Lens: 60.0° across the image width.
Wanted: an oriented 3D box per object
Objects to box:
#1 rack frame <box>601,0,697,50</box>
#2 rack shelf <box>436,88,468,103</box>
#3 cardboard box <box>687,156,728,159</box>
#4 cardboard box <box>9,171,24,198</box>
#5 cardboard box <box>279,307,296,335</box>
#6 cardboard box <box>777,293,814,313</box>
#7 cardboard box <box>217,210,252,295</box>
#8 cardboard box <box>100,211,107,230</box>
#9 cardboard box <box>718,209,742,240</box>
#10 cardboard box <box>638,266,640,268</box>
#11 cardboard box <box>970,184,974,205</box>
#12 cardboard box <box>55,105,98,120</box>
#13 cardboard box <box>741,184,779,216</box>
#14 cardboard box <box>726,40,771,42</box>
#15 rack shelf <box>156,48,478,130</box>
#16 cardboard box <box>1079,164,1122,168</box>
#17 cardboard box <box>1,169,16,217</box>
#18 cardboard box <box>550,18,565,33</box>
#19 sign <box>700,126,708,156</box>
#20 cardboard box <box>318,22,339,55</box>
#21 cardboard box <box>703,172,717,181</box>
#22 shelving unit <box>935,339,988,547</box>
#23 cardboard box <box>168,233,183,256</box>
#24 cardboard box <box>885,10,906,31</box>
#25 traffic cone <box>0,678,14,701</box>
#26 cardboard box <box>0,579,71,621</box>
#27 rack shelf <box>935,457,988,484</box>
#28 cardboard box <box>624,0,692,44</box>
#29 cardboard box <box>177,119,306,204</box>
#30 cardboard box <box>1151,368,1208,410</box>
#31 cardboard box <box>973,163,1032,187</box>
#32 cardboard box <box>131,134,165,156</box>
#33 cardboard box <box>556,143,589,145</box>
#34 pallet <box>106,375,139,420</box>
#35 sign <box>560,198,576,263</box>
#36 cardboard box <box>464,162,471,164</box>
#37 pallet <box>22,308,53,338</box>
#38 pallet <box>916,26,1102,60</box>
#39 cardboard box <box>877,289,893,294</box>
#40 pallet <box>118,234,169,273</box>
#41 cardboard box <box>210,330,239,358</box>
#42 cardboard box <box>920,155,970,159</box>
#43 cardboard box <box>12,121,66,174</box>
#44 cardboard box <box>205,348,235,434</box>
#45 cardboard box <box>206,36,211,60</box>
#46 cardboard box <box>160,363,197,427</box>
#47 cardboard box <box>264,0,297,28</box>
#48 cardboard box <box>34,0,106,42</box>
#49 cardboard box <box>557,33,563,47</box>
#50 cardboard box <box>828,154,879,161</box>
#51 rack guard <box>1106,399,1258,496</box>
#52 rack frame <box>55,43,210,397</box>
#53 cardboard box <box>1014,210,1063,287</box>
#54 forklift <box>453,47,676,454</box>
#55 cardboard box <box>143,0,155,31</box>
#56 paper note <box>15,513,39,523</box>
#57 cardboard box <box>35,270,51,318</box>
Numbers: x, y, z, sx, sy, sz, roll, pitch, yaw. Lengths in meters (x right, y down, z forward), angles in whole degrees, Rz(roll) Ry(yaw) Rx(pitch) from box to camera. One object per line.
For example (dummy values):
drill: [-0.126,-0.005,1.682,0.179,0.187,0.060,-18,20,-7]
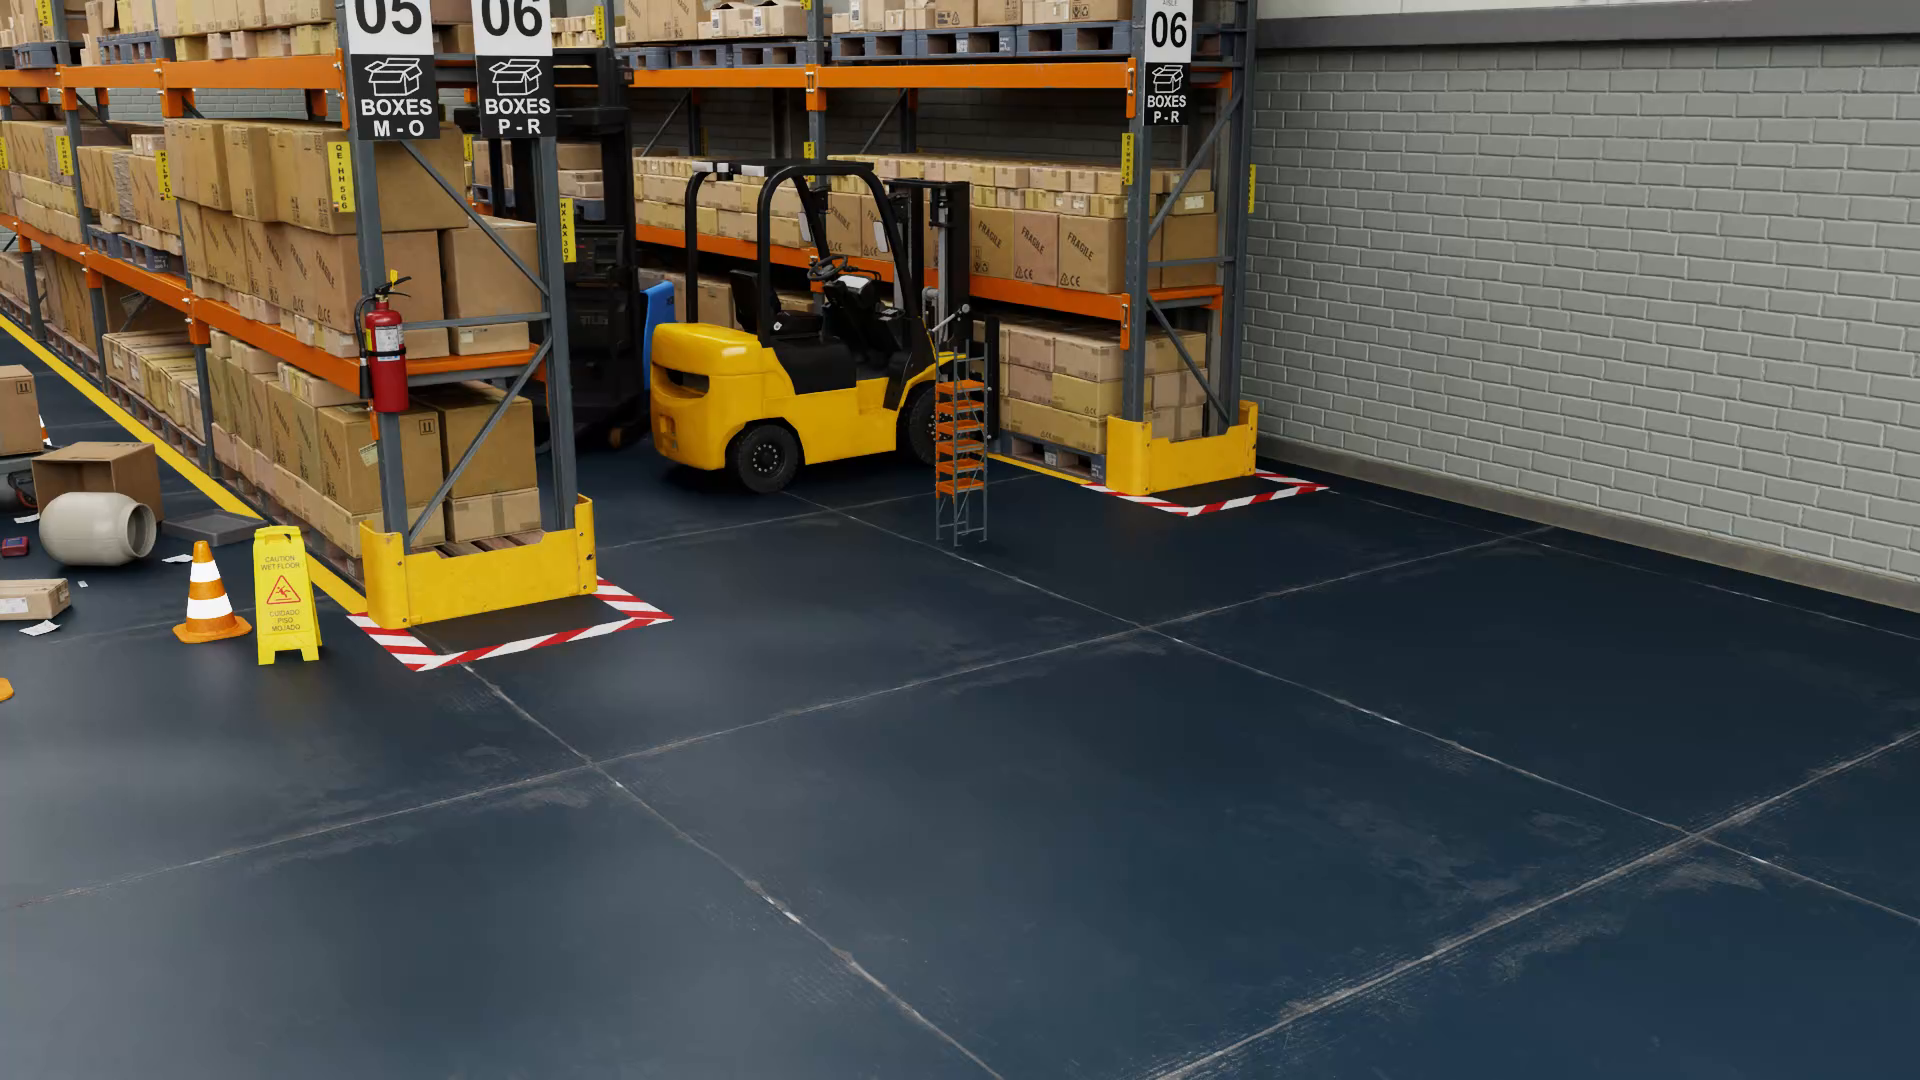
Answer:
rack frame: [-3.172,-6.470,16.671,1.000,3.000,0.127,-11,19,-35]
rack shelf: [-6.700,-5.958,21.843,1.077,0.370,4.000,-11,19,-35]
cardboard box: [-2.573,-3.861,17.084,0.380,0.149,0.250,-10,18,-33]
cardboard box: [-9.506,-3.691,17.216,0.500,0.250,0.500,-12,19,-36]
cardboard box: [-3.683,-1.285,9.565,0.380,0.149,0.250,-11,19,-35]
cardboard box: [-1.136,-1.890,15.001,0.875,0.625,0.625,-10,18,-32]
cardboard box: [-4.201,-1.793,10.193,0.500,0.500,0.500,-11,19,-35]
cardboard box: [-6.881,-2.658,13.784,0.380,0.149,0.250,-12,20,-38]
cardboard box: [-1.895,-2.935,15.400,0.500,0.250,0.500,-11,19,-34]
cardboard box: [-3.667,-2.953,17.893,0.380,0.149,0.250,-12,19,-37]
cardboard box: [0.254,-2.598,12.467,0.380,0.149,0.250,-11,19,-35]
cardboard box: [-9.512,-4.611,17.928,0.380,0.149,0.250,-11,19,-35]
cardboard box: [-1.624,-3.065,14.931,0.500,0.250,0.500,-11,19,-36]
cardboard box: [-2.030,-4.844,15.869,0.380,0.166,0.250,-11,19,-35]
rack shelf: [-3.657,-2.624,9.663,1.077,0.370,4.000,-11,19,-35]
cardboard box: [1.081,-2.648,12.089,0.380,0.149,0.250,-11,19,-34]
cardboard box: [-10.016,-3.767,17.969,0.500,0.500,0.500,-11,19,-34]
cardboard box: [-4.226,-5.538,17.912,0.380,0.149,0.250,-11,19,-36]
sign: [-2.725,-4.222,17.627,0.100,0.325,0.005,-11,19,-35]
cardboard box: [-2.917,-2.456,8.160,0.380,0.149,0.250,-11,19,-34]
cardboard box: [-2.194,-3.435,15.527,0.380,0.149,0.250,-11,19,-36]
shelving unit: [0.009,-0.576,9.906,0.258,1.200,0.189,-11,19,-35]
cardboard box: [-5.359,-2.100,11.747,0.380,0.149,0.250,-11,19,-34]
cardboard box: [-0.350,-3.992,12.789,0.380,0.149,0.250,-10,18,-33]
traffic cone: [-4.475,0.480,7.447,0.336,0.463,0.334,-11,19,-35]
cardboard box: [-4.885,0.312,8.656,0.380,0.149,0.250,-2,15,-6]
rack shelf: [0.009,-0.417,9.950,0.258,0.103,0.180,-11,19,-35]
cardboard box: [-2.943,-5.130,16.282,0.500,0.500,0.500,-11,19,-34]
cardboard box: [-4.467,-2.385,10.462,0.700,0.500,0.500,-11,19,-34]
cardboard box: [1.423,-1.119,11.947,0.500,0.250,0.500,-10,18,-34]
cardboard box: [0.319,-2.674,12.182,0.380,0.149,0.250,-10,18,-33]
cardboard box: [-5.883,-2.922,12.294,0.380,0.149,0.250,-12,19,-37]
cardboard box: [-4.654,-4.266,18.994,0.700,0.500,0.500,-11,19,-35]
pallet: [-6.726,-1.294,14.402,1.003,0.211,1.213,-11,19,-35]
sign: [-2.042,-1.599,8.597,0.100,0.325,0.005,-11,19,-35]
cardboard box: [-6.327,-4.678,21.205,0.500,0.250,0.500,-11,19,-34]
pallet: [-9.920,-2.489,18.771,1.003,0.211,1.213,-11,19,-35]
pallet: [0.416,-3.688,12.356,1.003,0.211,1.213,-11,19,-35]
cardboard box: [-0.374,-2.006,14.243,0.500,0.250,0.500,-10,18,-33]
pallet: [-5.988,-2.297,13.149,1.003,0.211,1.213,-11,19,-35]
cardboard box: [-4.679,-1.298,10.902,0.380,0.149,0.250,-11,19,-34]
cardboard box: [-0.107,-3.092,13.708,0.380,0.149,0.250,-11,19,-35]
cardboard box: [-9.189,-3.947,16.733,0.500,0.500,0.500,-11,19,-35]
cardboard box: [-4.704,-1.022,11.119,0.500,0.500,0.500,-10,18,-32]
cardboard box: [-4.389,-3.012,10.194,0.380,0.149,0.250,-10,18,-33]
cardboard box: [-5.569,-1.151,12.782,0.950,0.372,0.625,-10,18,-31]
cardboard box: [-3.284,-2.792,8.635,0.500,0.250,0.500,-11,19,-35]
cardboard box: [-7.528,-4.562,14.388,0.797,0.503,0.637,-12,20,-38]
cardboard box: [-4.133,-5.408,17.999,0.380,0.149,0.250,-11,19,-34]
cardboard box: [-0.873,-3.113,13.787,0.380,0.149,0.250,-10,18,-33]
rack guard: [1.546,-0.658,11.532,1.175,0.500,0.348,-11,19,-35]
rack frame: [-7.185,-2.806,14.645,1.000,3.000,0.127,-11,19,-35]
cardboard box: [0.733,-2.093,11.853,0.500,0.500,0.500,-10,18,-33]
forklift: [-3.056,-2.198,12.554,1.130,2.935,3.031,2,15,6]
cardboard box: [-5.293,-3.631,11.466,0.500,0.250,0.500,-11,19,-36]
paper note: [-5.901,-0.141,10.535,0.148,0.019,0.142,-11,19,-35]
cardboard box: [-9.819,-2.777,18.599,0.875,0.438,0.875,-11,19,-35]
